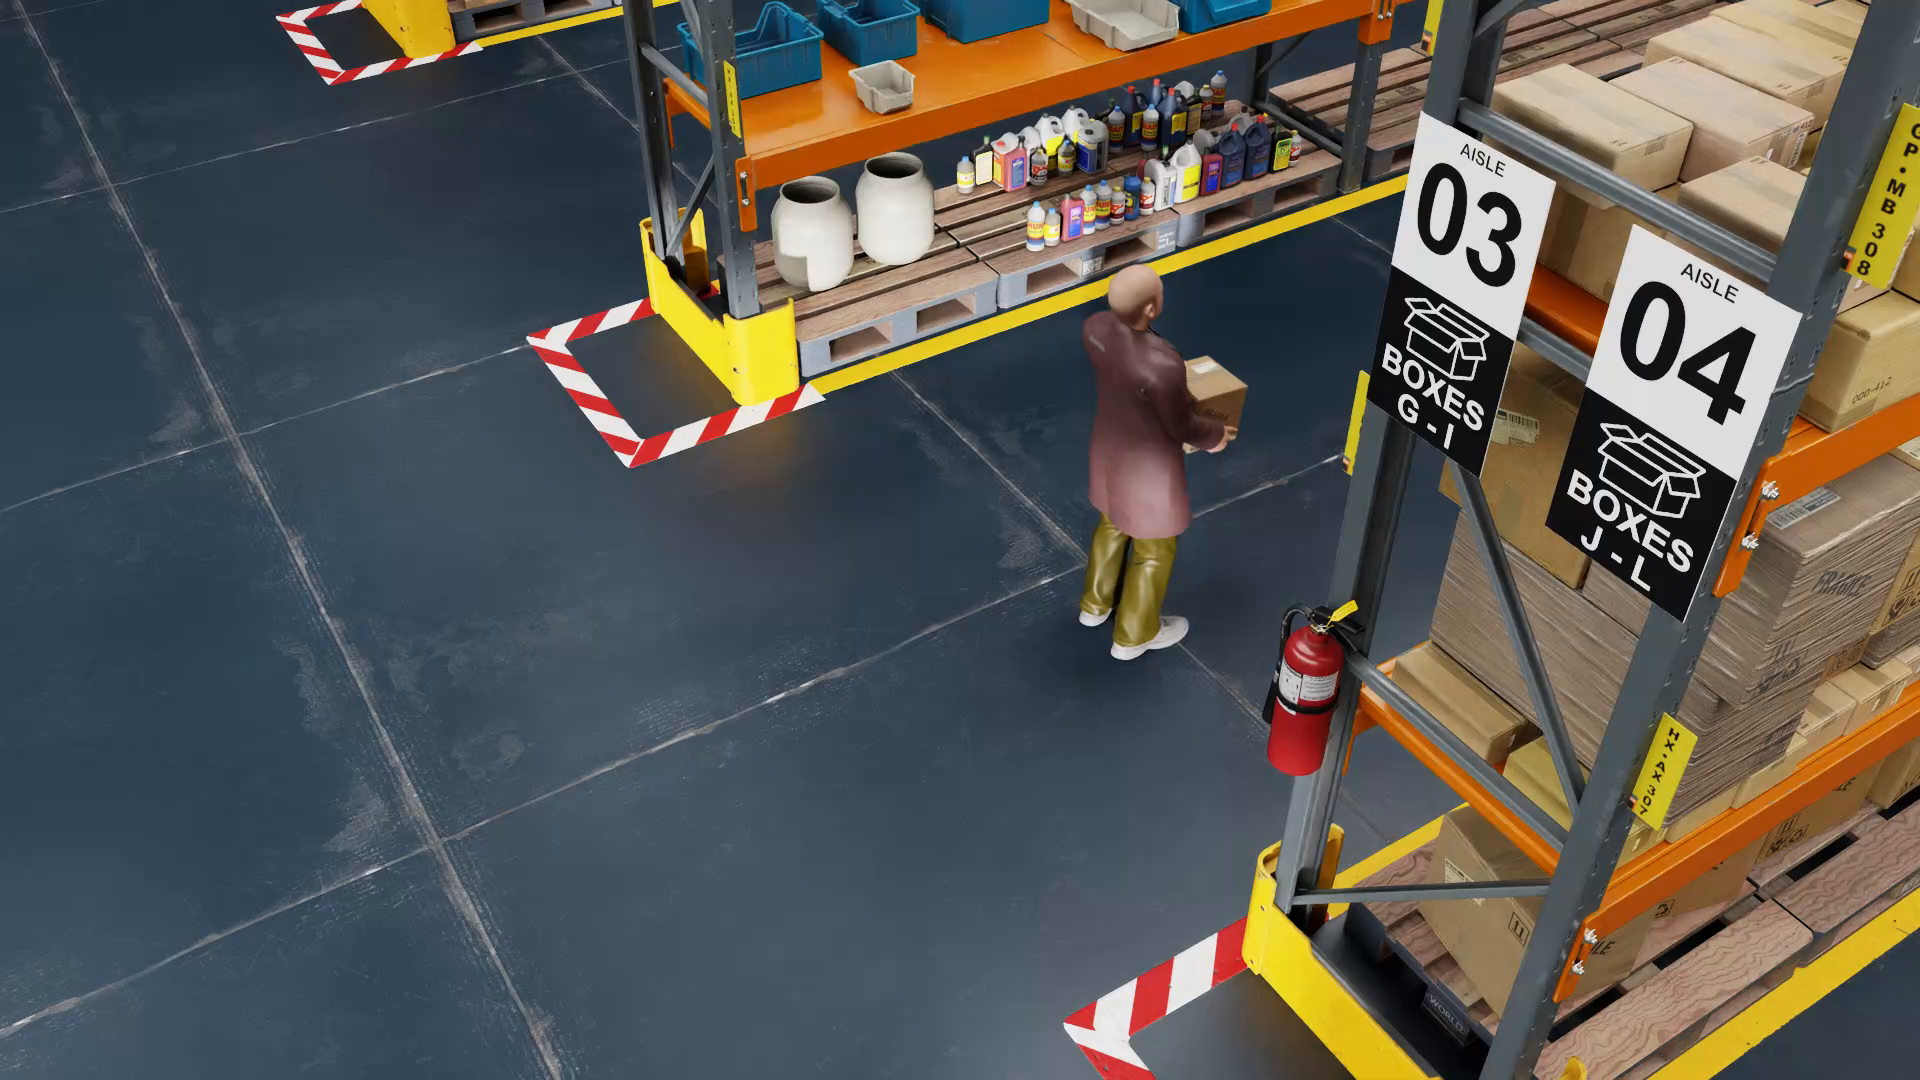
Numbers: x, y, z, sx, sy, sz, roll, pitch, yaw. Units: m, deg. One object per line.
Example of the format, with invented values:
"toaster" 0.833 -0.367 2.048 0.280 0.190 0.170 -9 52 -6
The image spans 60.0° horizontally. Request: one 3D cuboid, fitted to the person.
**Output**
"person" 0.779 -0.342 6.573 0.554 1.774 0.533 -22 45 -24
